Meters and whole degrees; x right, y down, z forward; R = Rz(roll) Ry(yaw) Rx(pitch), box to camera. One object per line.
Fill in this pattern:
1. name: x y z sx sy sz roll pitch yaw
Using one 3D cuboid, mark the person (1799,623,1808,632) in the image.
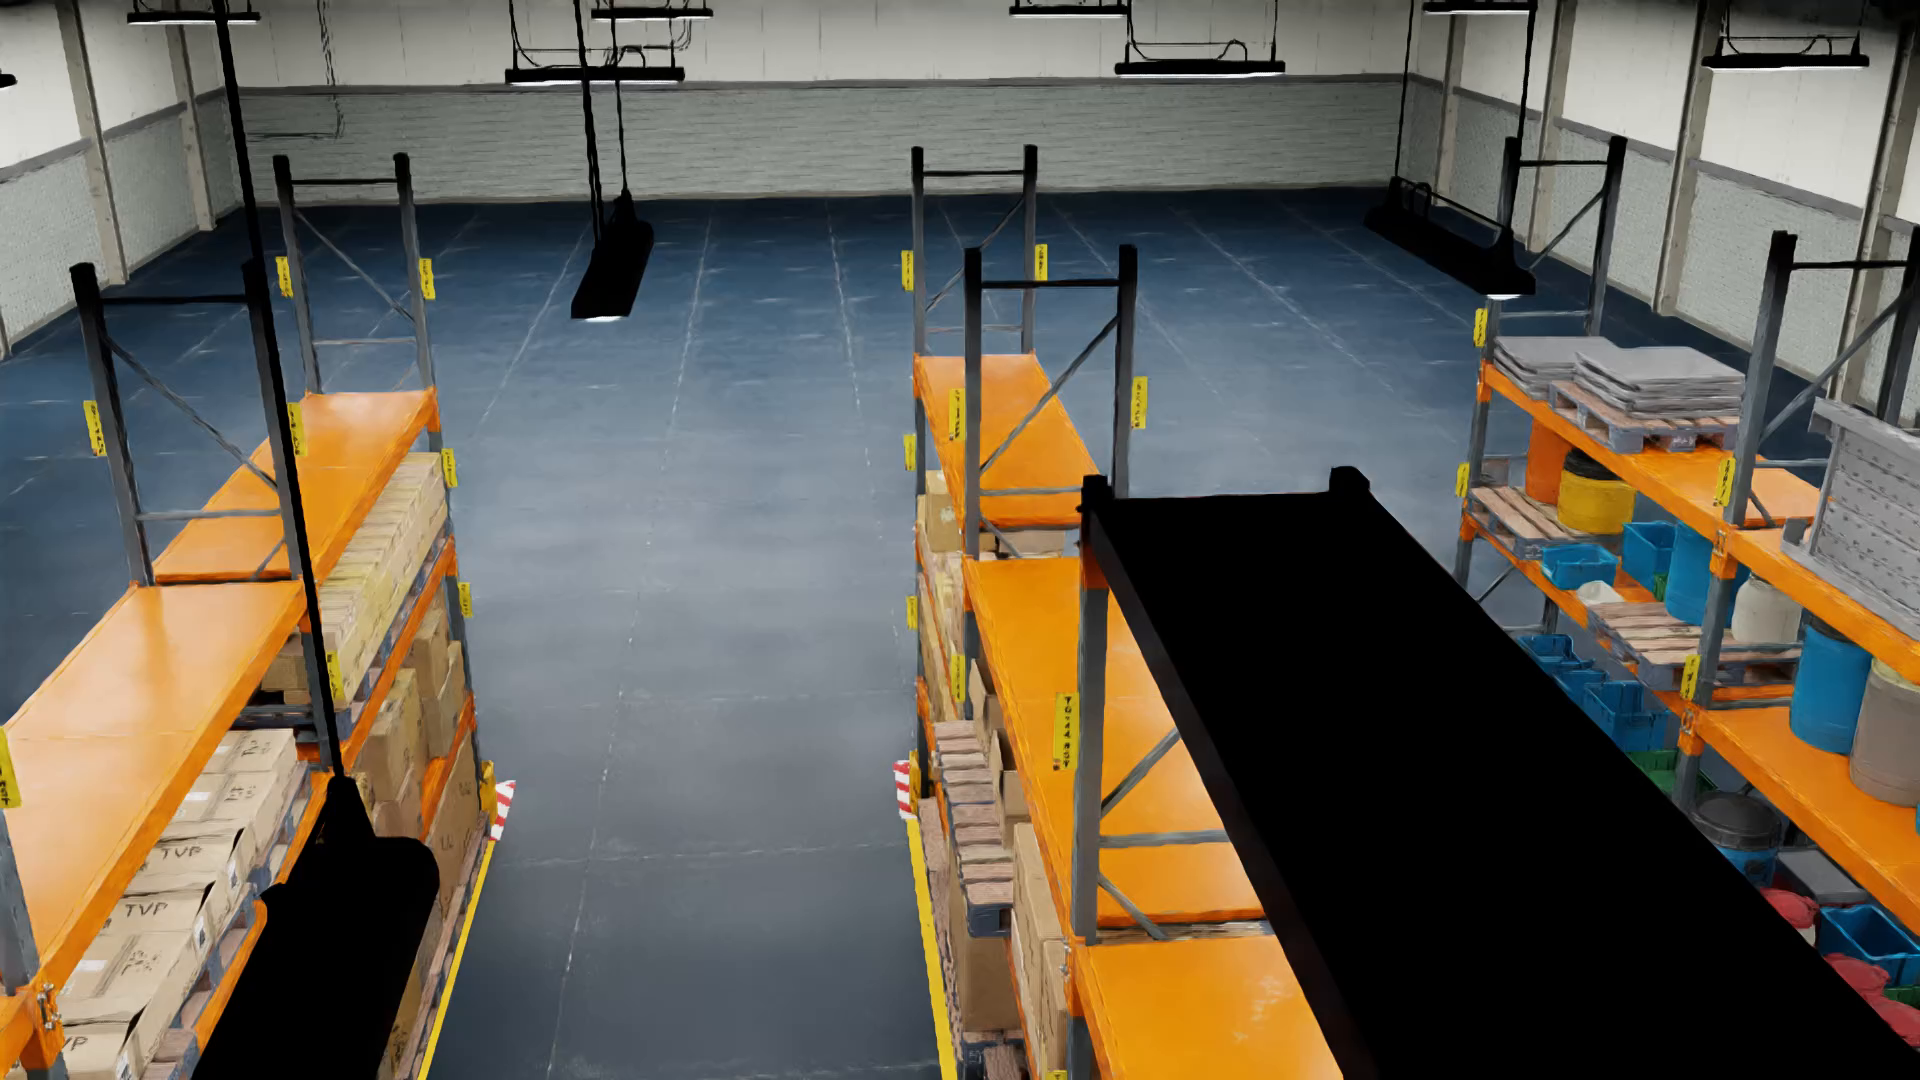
1. person: 10.022 0.329 18.449 0.668 1.716 0.829 -9 23 -22
